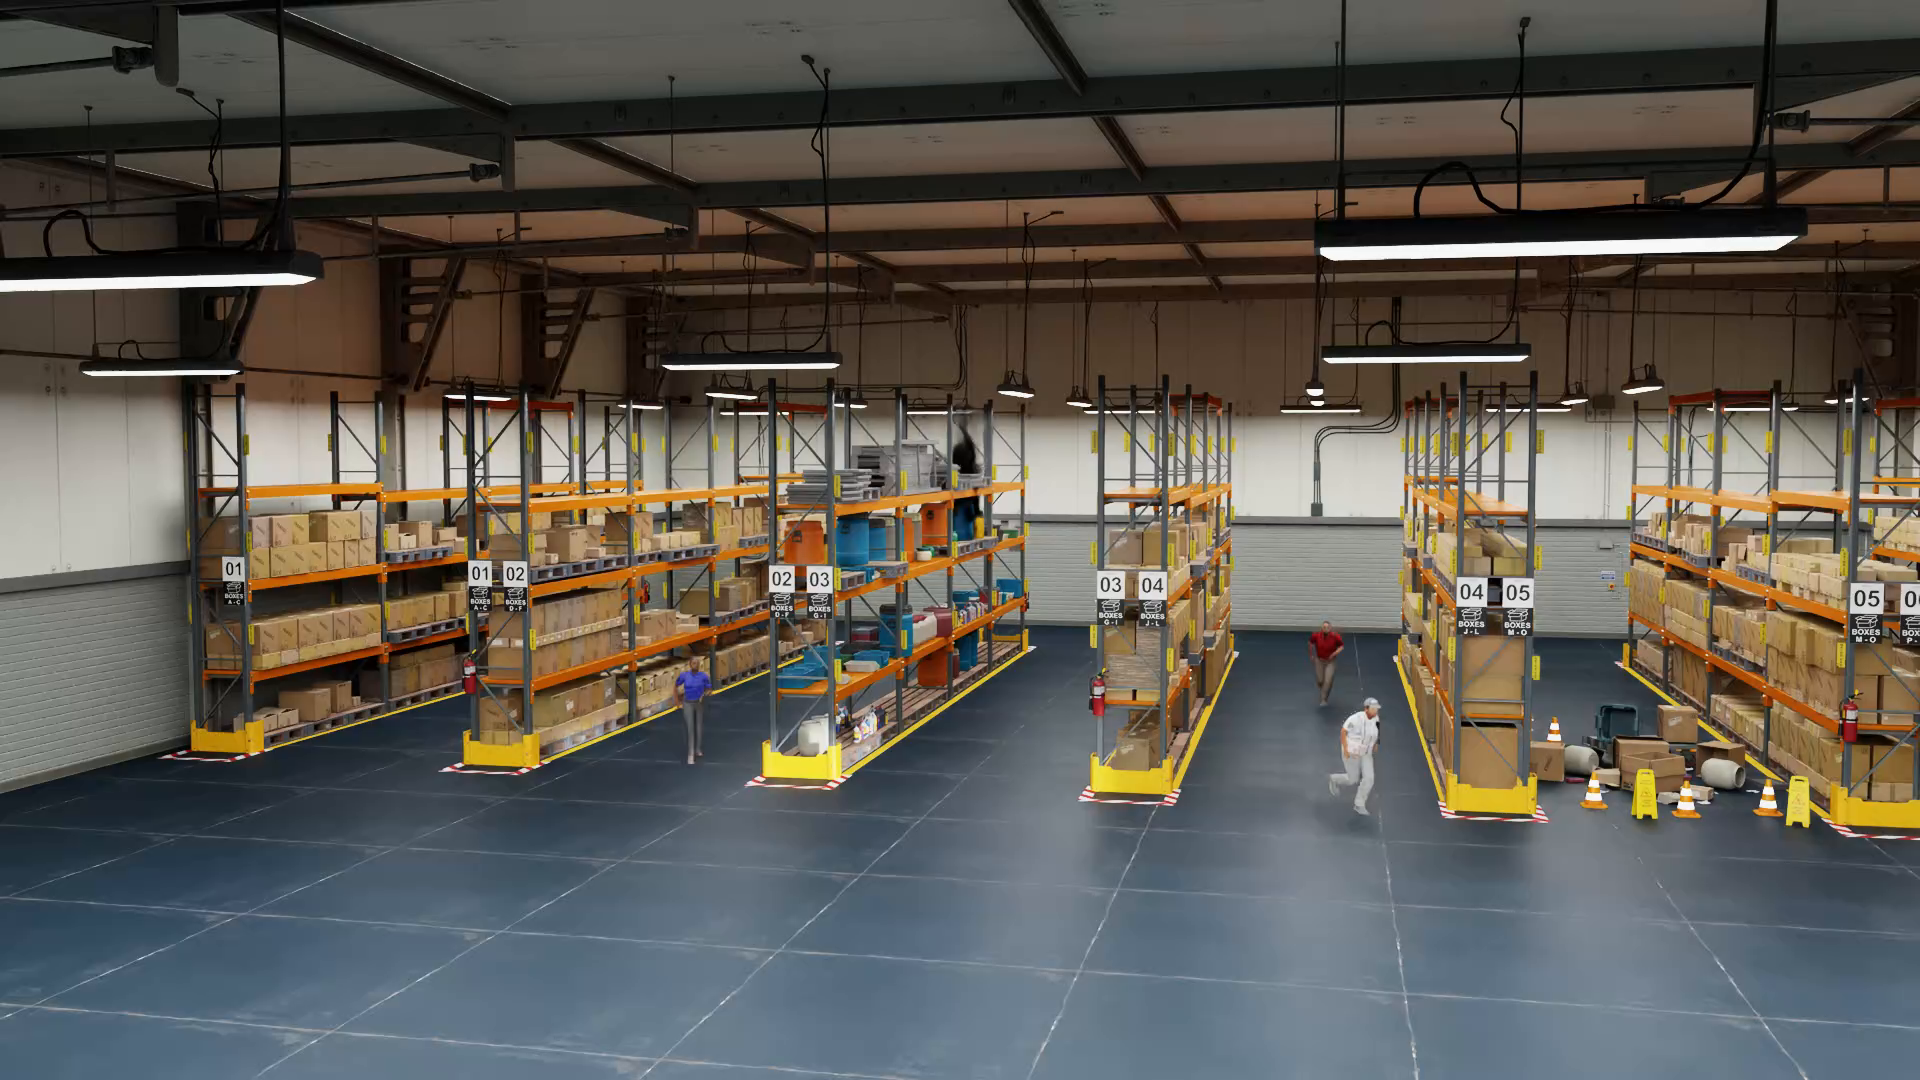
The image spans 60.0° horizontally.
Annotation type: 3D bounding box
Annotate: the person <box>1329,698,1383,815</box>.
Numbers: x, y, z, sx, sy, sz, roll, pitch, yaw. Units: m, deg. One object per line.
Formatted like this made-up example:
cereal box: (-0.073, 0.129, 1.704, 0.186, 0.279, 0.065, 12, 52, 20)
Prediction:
person: (5.431, 2.932, 22.772, 0.606, 1.618, 0.892, -2, 4, -34)

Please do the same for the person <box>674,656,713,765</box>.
person: (-4.202, 2.691, 26.269, 0.586, 1.721, 0.726, -1, 3, -18)

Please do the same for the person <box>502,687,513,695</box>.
person: (-8.056, 2.430, 30.100, 0.707, 1.729, 0.687, 1, 3, 9)

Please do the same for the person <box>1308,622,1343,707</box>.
person: (7.017, 2.371, 31.930, 0.647, 1.661, 0.763, 1, 3, 11)
